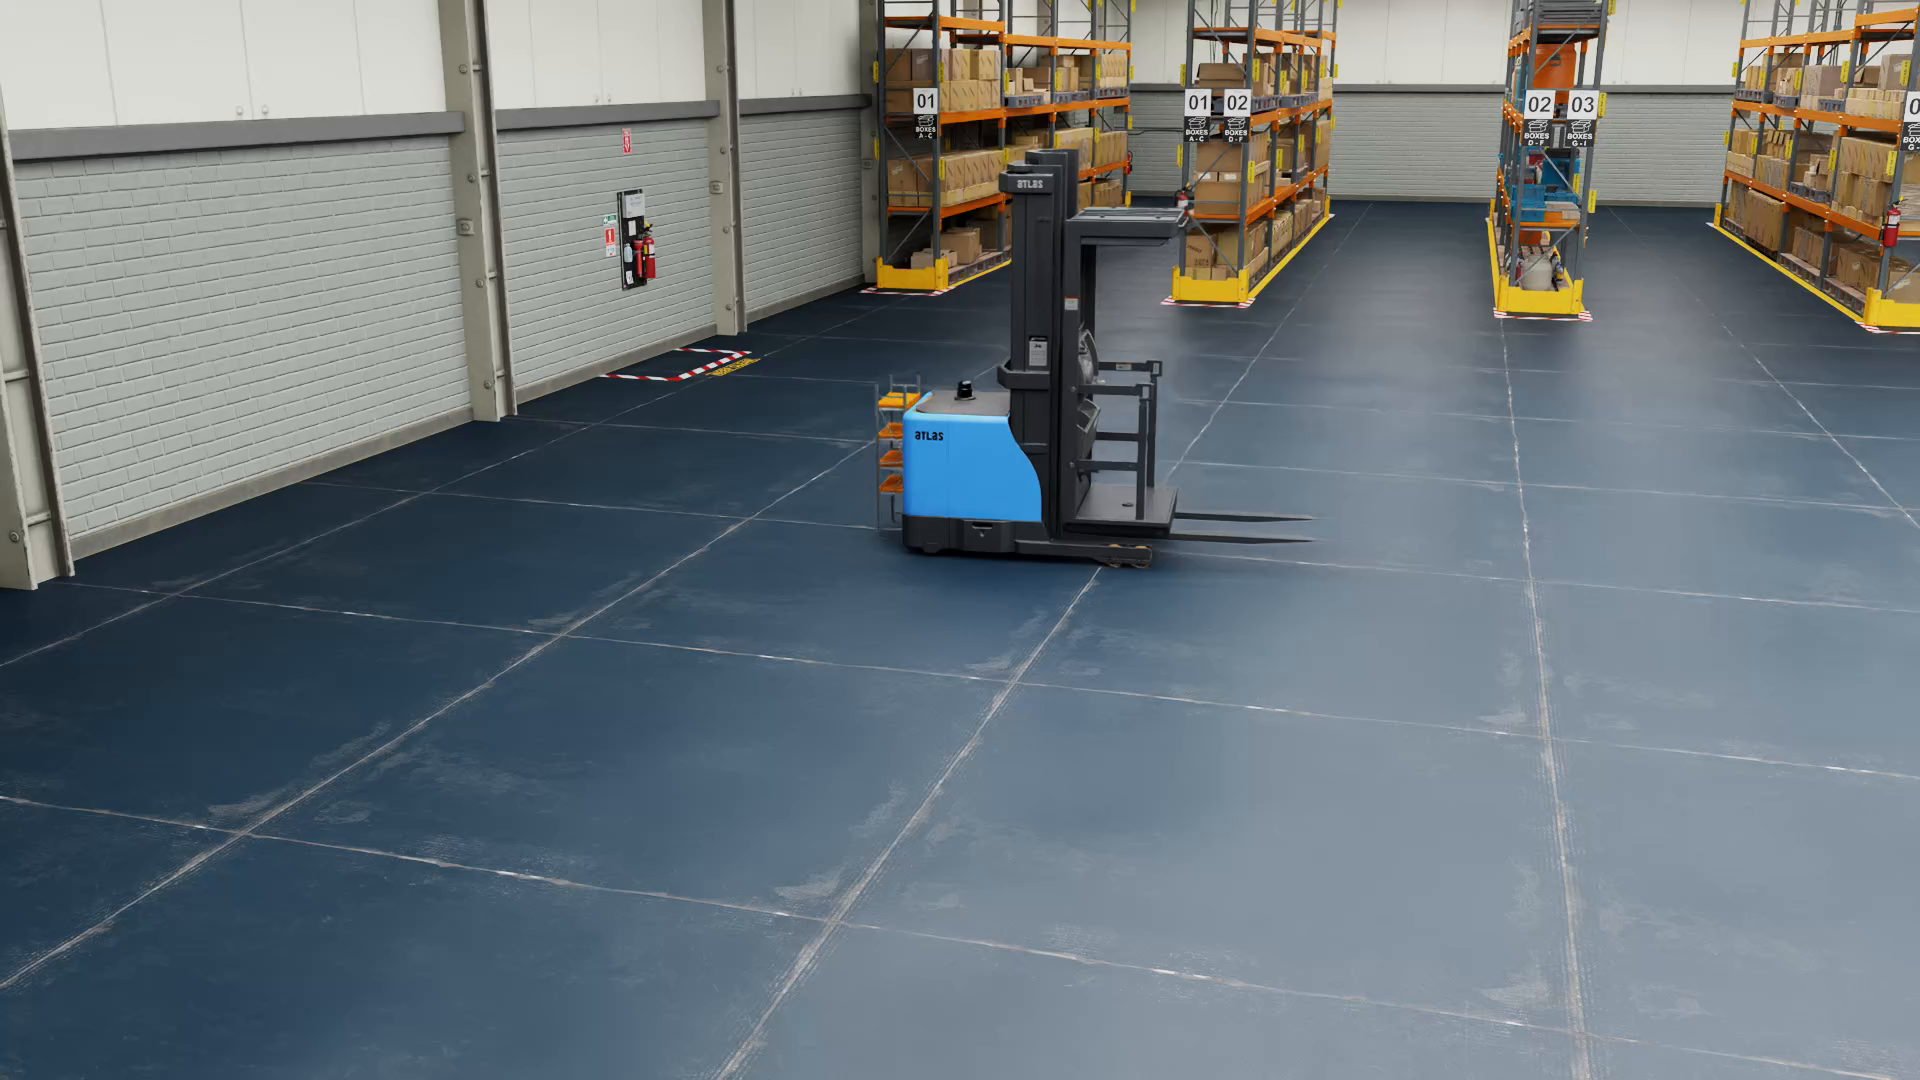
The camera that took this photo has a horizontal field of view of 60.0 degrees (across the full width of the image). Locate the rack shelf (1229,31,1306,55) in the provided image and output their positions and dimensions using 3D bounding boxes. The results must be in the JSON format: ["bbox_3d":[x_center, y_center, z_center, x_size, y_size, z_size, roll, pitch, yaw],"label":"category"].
[{"bbox_3d":[5.639,-9.150,30.648,1.077,0.370,4.000,5,16,16],"label":"rack shelf"}]

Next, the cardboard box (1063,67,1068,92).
[{"bbox_3d":[1.938,-9.959,35.959,0.700,0.500,0.500,5,16,16],"label":"cardboard box"}]

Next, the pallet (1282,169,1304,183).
[{"bbox_3d":[6.332,-7.416,33.829,1.213,0.211,1.003,5,16,16],"label":"pallet"}]

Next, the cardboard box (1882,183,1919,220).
[{"bbox_3d":[13.613,-4.796,23.513,0.875,0.500,0.500,5,16,16],"label":"cardboard box"}]

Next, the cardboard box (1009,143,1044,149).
[{"bbox_3d":[1.332,-7.845,34.000,0.700,0.500,0.500,3,16,9],"label":"cardboard box"}]

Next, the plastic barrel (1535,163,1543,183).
[{"bbox_3d":[10.867,-6.708,30.778,0.421,0.512,0.421,0,16,0],"label":"plastic barrel"}]

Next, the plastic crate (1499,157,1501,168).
[{"bbox_3d":[12.383,-8.520,37.566,0.416,0.233,0.300,5,16,16],"label":"plastic crate"}]

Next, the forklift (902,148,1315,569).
[{"bbox_3d":[1.132,-1.359,12.249,3.031,2.935,1.130,3,16,10],"label":"forklift"}]

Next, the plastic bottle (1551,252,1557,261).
[{"bbox_3d":[9.857,-4.590,27.563,0.144,0.351,0.185,4,16,13],"label":"plastic bottle"}]

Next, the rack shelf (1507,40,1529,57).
[{"bbox_3d":[12.660,-10.858,36.669,1.077,0.370,4.000,5,16,16],"label":"rack shelf"}]

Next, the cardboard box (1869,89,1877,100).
[{"bbox_3d":[13.845,-6.667,24.885,0.380,0.149,0.250,4,16,15],"label":"cardboard box"}]

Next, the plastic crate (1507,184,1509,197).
[{"bbox_3d":[10.042,-6.269,29.824,0.450,0.188,0.662,5,16,16],"label":"plastic crate"}]

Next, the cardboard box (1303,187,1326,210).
[{"bbox_3d":[8.562,-8.266,40.250,0.500,0.500,0.500,5,16,16],"label":"cardboard box"}]

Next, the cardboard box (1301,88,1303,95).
[{"bbox_3d":[6.443,-9.067,33.618,0.910,0.500,0.500,5,16,16],"label":"cardboard box"}]

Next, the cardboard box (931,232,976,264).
[{"bbox_3d":[-0.116,-5.136,29.214,0.700,0.500,0.500,4,16,12],"label":"cardboard box"}]

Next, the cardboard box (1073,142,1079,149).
[{"bbox_3d":[2.280,-8.419,36.251,0.500,0.500,0.500,5,17,17],"label":"cardboard box"}]

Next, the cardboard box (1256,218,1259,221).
[{"bbox_3d":[5.488,-6.089,32.041,0.500,0.311,0.500,4,16,14],"label":"cardboard box"}]

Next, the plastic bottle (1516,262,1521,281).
[{"bbox_3d":[8.983,-4.322,26.743,0.061,0.283,0.133,5,16,16],"label":"plastic bottle"}]

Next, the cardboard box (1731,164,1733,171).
[{"bbox_3d":[17.343,-8.258,36.909,0.380,0.149,0.250,4,16,15],"label":"cardboard box"}]

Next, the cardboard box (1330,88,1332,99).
[{"bbox_3d":[8.587,-10.634,39.603,0.500,0.250,0.500,5,16,16],"label":"cardboard box"}]

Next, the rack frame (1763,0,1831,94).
[{"bbox_3d":[16.840,-10.489,33.318,1.000,3.000,0.127,5,16,16],"label":"rack frame"}]

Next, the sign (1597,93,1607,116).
[{"bbox_3d":[9.208,-6.251,23.857,0.100,0.325,0.005,5,16,16],"label":"sign"}]

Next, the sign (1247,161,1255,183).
[{"bbox_3d":[4.464,-5.642,25.493,0.100,0.325,0.005,5,16,16],"label":"sign"}]

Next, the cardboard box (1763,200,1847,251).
[{"bbox_3d":[15.920,-5.915,31.310,1.225,0.875,0.875,4,16,13],"label":"cardboard box"}]

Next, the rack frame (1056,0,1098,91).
[{"bbox_3d":[2.593,-11.641,37.380,1.000,3.000,0.127,5,16,16],"label":"rack frame"}]

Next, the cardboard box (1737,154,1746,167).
[{"bbox_3d":[17.151,-8.211,36.010,0.500,0.250,0.500,4,16,15],"label":"cardboard box"}]

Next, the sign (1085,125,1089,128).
[{"bbox_3d":[3.199,-10.301,41.917,0.100,0.325,0.005,5,16,16],"label":"sign"}]

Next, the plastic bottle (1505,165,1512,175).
[{"bbox_3d":[11.161,-7.476,33.781,0.144,0.351,0.185,5,16,16],"label":"plastic bottle"}]

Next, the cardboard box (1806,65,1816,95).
[{"bbox_3d":[15.176,-8.052,29.126,0.500,0.500,0.500,5,17,16],"label":"cardboard box"}]

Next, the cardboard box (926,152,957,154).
[{"bbox_3d":[-0.312,-6.588,29.425,0.500,0.500,0.500,5,17,17],"label":"cardboard box"}]

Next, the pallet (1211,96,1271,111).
[{"bbox_3d":[4.504,-7.136,27.156,1.003,0.211,1.213,5,16,16],"label":"pallet"}]

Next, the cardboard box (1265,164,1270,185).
[{"bbox_3d":[5.454,-6.664,30.645,0.500,0.500,0.500,6,17,20],"label":"cardboard box"}]

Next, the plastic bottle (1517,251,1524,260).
[{"bbox_3d":[9.329,-4.641,27.742,0.144,0.351,0.185,5,16,16],"label":"plastic bottle"}]

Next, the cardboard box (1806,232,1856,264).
[{"bbox_3d":[15.233,-5.093,29.065,0.700,0.500,0.500,6,17,21],"label":"cardboard box"}]

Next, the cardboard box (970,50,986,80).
[{"bbox_3d":[0.153,-8.210,28.729,0.500,0.500,0.500,4,16,14],"label":"cardboard box"}]

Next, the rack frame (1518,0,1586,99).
[{"bbox_3d":[9.818,-8.780,27.293,1.000,3.000,0.127,5,16,16],"label":"rack frame"}]

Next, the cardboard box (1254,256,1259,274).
[{"bbox_3d":[4.727,-4.627,27.914,0.500,0.250,0.500,5,16,16],"label":"cardboard box"}]

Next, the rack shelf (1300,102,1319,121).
[{"bbox_3d":[6.775,-8.946,34.692,1.077,0.370,4.000,5,16,16],"label":"rack shelf"}]

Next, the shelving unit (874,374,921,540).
[{"bbox_3d":[-0.477,-0.647,12.913,0.258,1.200,0.503,3,16,10],"label":"shelving unit"}]

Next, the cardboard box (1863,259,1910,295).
[{"bbox_3d":[13.957,-3.946,25.056,0.500,0.500,0.500,6,17,21],"label":"cardboard box"}]

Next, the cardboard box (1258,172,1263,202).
[{"bbox_3d":[4.806,-6.072,28.556,0.700,0.500,0.500,4,16,15],"label":"cardboard box"}]

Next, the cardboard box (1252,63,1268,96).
[{"bbox_3d":[4.667,-7.406,26.737,0.500,0.500,0.500,5,16,16],"label":"cardboard box"}]

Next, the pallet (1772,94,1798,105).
[{"bbox_3d":[16.627,-8.710,32.894,0.805,0.209,1.217,4,16,14],"label":"pallet"}]

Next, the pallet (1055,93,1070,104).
[{"bbox_3d":[1.588,-9.233,34.734,1.213,0.211,1.003,5,17,18],"label":"pallet"}]

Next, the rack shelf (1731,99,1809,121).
[{"bbox_3d":[17.409,-9.223,35.670,1.077,0.370,4.000,5,16,16],"label":"rack shelf"}]

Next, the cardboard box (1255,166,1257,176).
[{"bbox_3d":[4.689,-6.081,27.398,0.380,0.149,0.250,5,17,16],"label":"cardboard box"}]

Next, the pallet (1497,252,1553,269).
[{"bbox_3d":[10.349,-5.081,30.356,1.003,0.211,1.213,5,16,16],"label":"pallet"}]

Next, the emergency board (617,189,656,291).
[{"bbox_3d":[-3.891,-3.652,20.209,0.194,1.169,0.643,5,16,16],"label":"emergency board"}]

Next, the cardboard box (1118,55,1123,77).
[{"bbox_3d":[3.631,-11.441,40.118,0.500,0.500,0.500,5,17,18],"label":"cardboard box"}]

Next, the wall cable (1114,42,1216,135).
[{"bbox_3d":[5.680,-12.646,46.613,3.097,2.526,0.112,5,16,16],"label":"wall cable"}]

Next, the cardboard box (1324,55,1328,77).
[{"bbox_3d":[8.350,-11.255,39.500,0.700,0.500,0.500,5,16,16],"label":"cardboard box"}]

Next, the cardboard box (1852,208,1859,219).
[{"bbox_3d":[13.804,-4.962,25.288,0.380,0.149,0.250,5,16,16],"label":"cardboard box"}]

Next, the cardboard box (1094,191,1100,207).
[{"bbox_3d":[2.904,-7.942,39.145,0.700,0.500,0.500,5,17,17],"label":"cardboard box"}]

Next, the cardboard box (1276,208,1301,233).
[{"bbox_3d":[6.754,-6.569,34.266,0.500,0.500,0.500,4,16,14],"label":"cardboard box"}]

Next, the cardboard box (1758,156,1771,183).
[{"bbox_3d":[16.328,-7.418,33.303,0.500,0.500,0.500,5,16,16],"label":"cardboard box"}]

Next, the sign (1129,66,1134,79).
[{"bbox_3d":[4.246,-11.587,41.208,0.100,0.325,0.005,5,16,16],"label":"sign"}]

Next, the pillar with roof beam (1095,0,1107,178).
[{"bbox_3d":[7.795,-13.127,42.620,9.100,9.000,0.400,5,16,16],"label":"pillar with roof beam"}]
